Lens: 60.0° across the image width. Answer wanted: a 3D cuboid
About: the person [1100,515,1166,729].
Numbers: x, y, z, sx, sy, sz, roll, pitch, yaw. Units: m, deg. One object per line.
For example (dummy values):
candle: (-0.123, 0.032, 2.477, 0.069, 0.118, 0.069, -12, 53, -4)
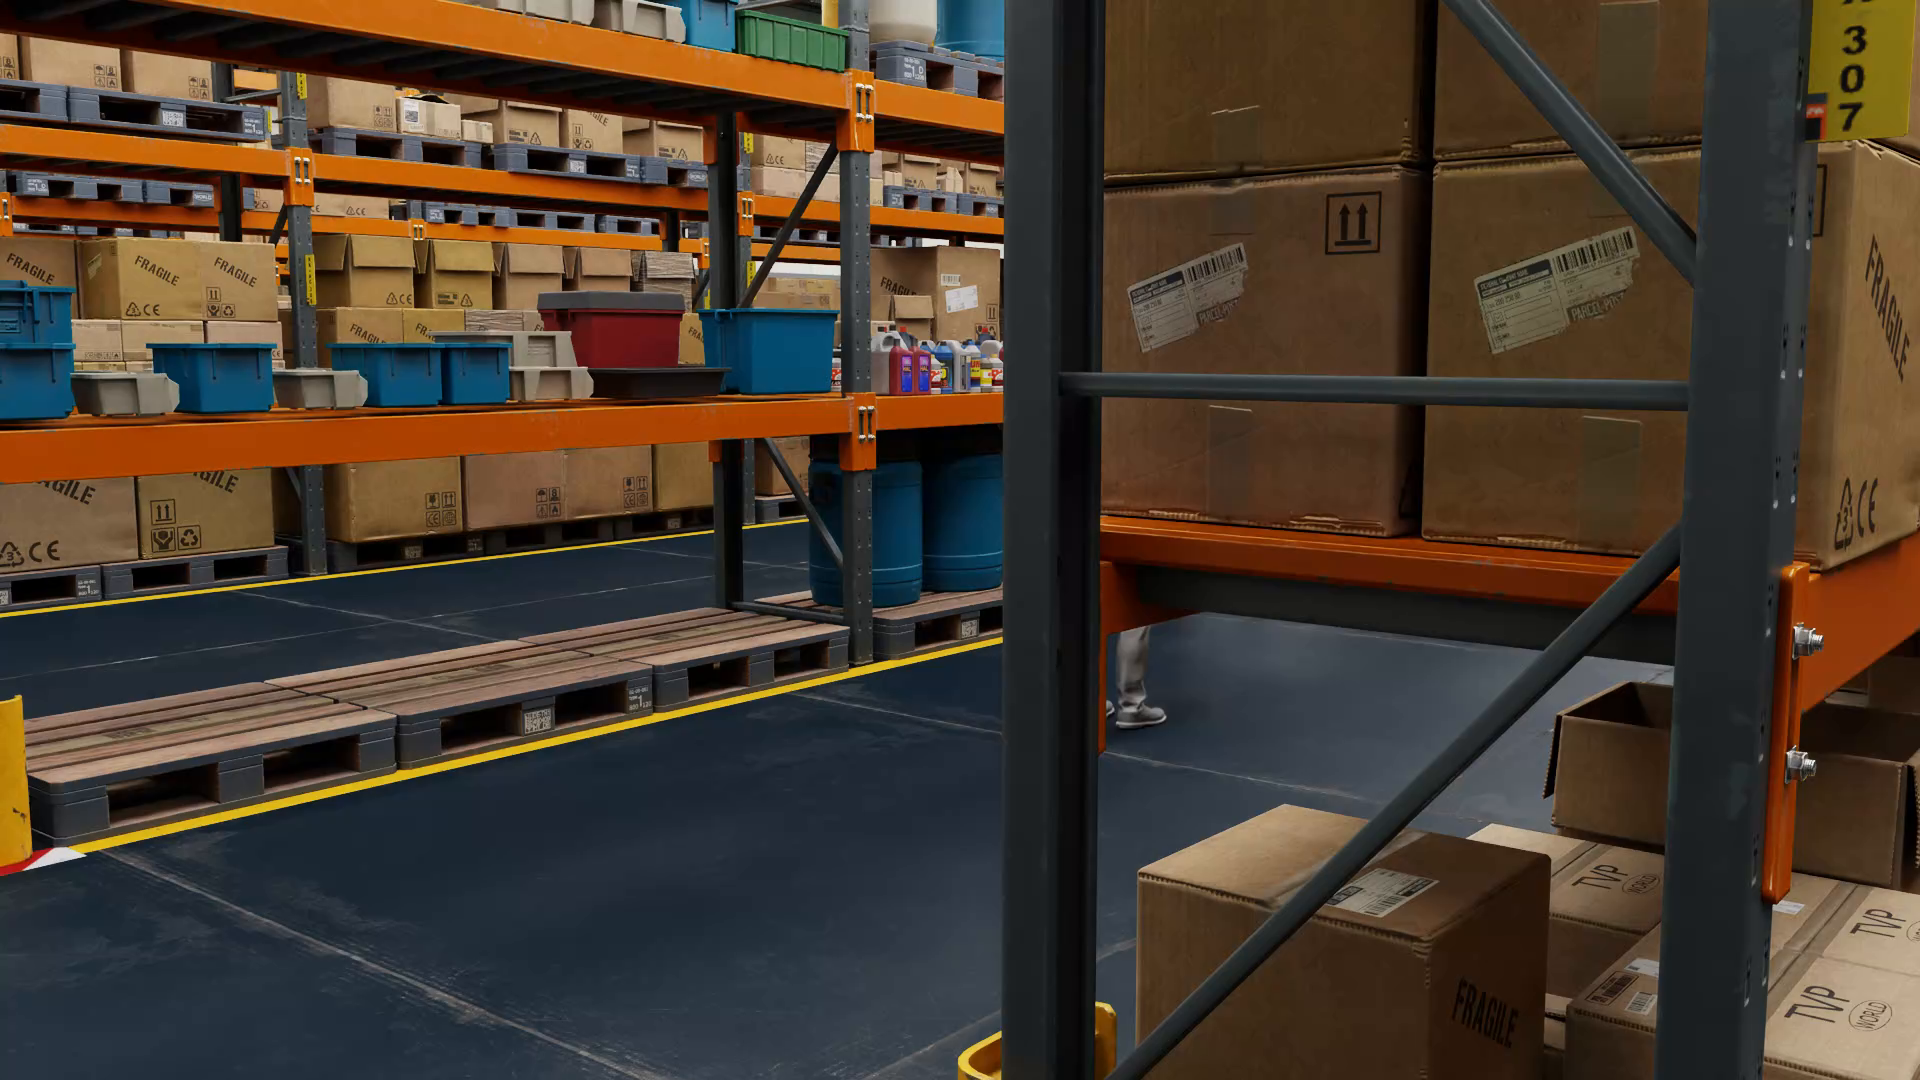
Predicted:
person: (0.654, -0.087, 6.835, 0.482, 1.692, 0.517, 5, 9, 38)
